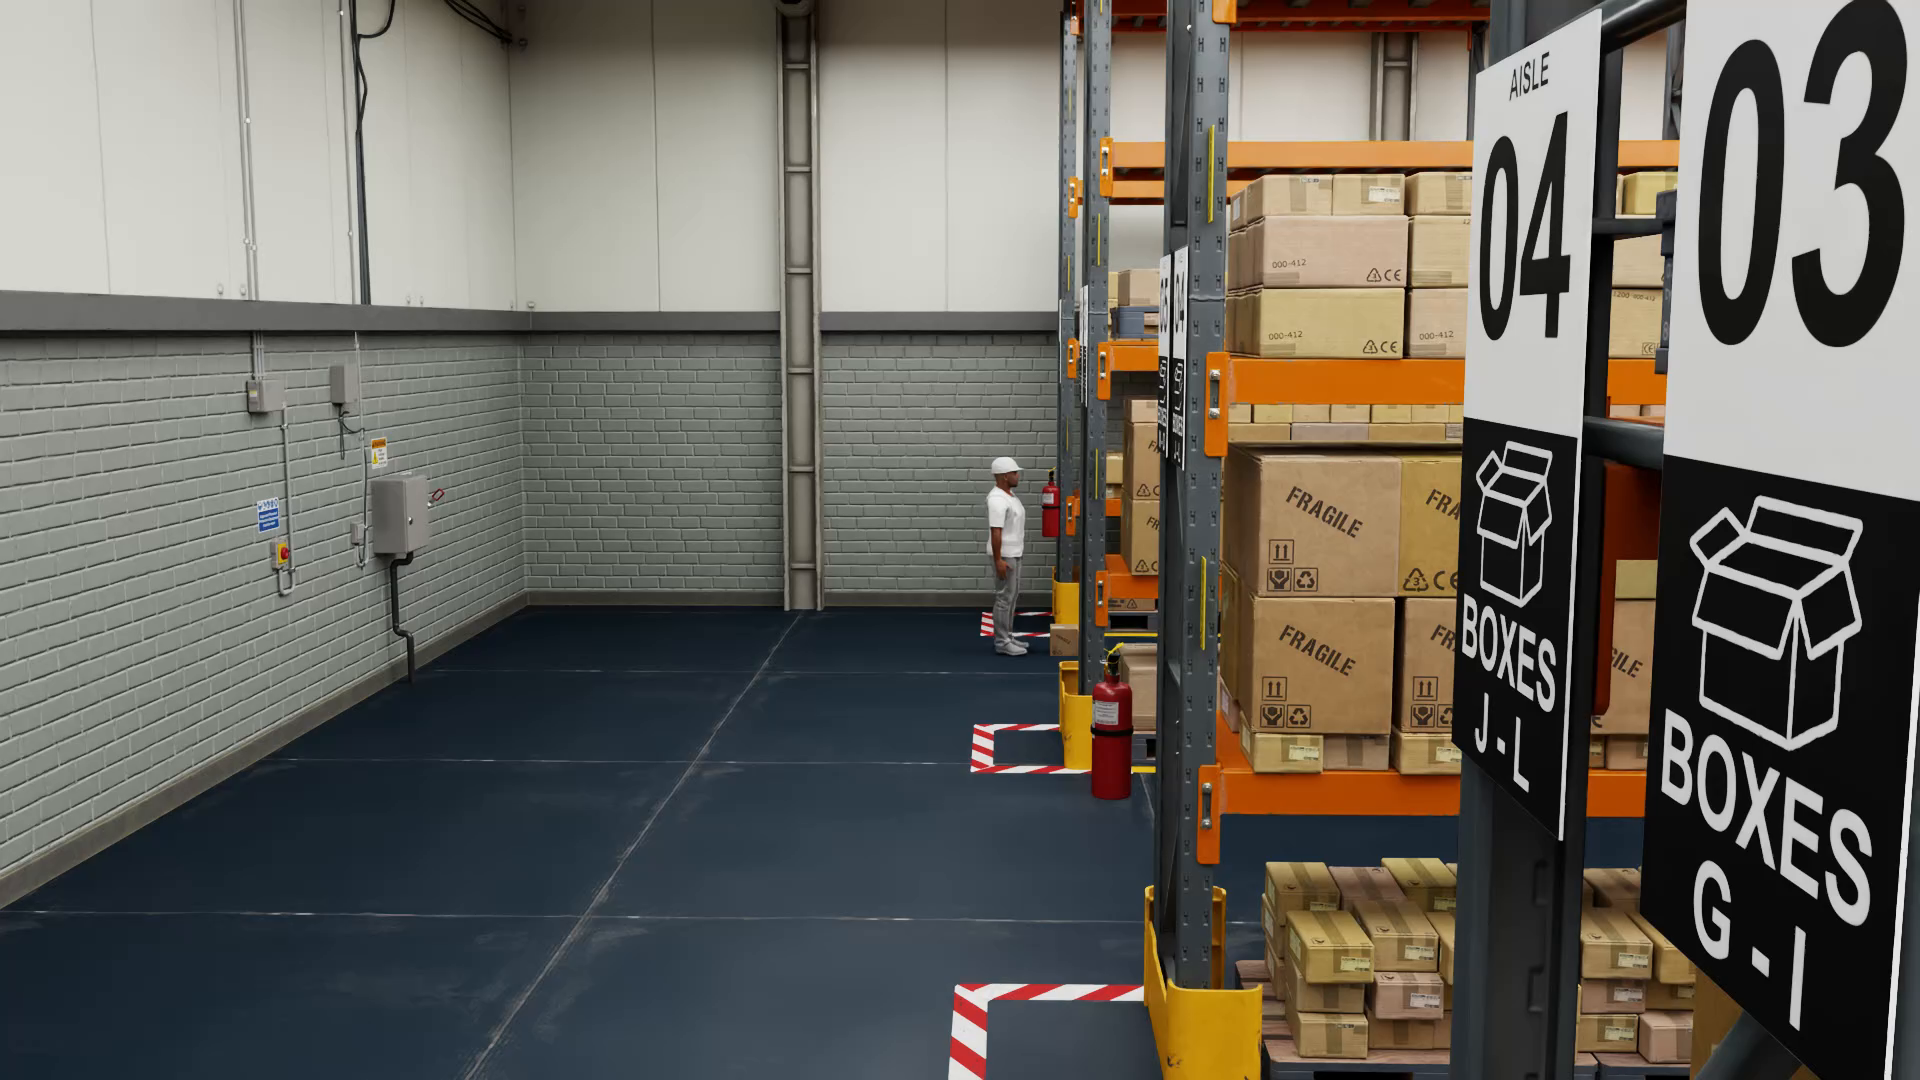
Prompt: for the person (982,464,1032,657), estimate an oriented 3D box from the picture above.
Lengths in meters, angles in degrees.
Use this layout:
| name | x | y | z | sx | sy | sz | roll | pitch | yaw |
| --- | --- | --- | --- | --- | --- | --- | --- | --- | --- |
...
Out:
| name | x | y | z | sx | sy | sz | roll | pitch | yaw |
| --- | --- | --- | --- | --- | --- | --- | --- | --- | --- |
| person | 0.423 | 0.174 | 14.995 | 0.453 | 1.717 | 0.591 | 0 | 7 | 3 |
